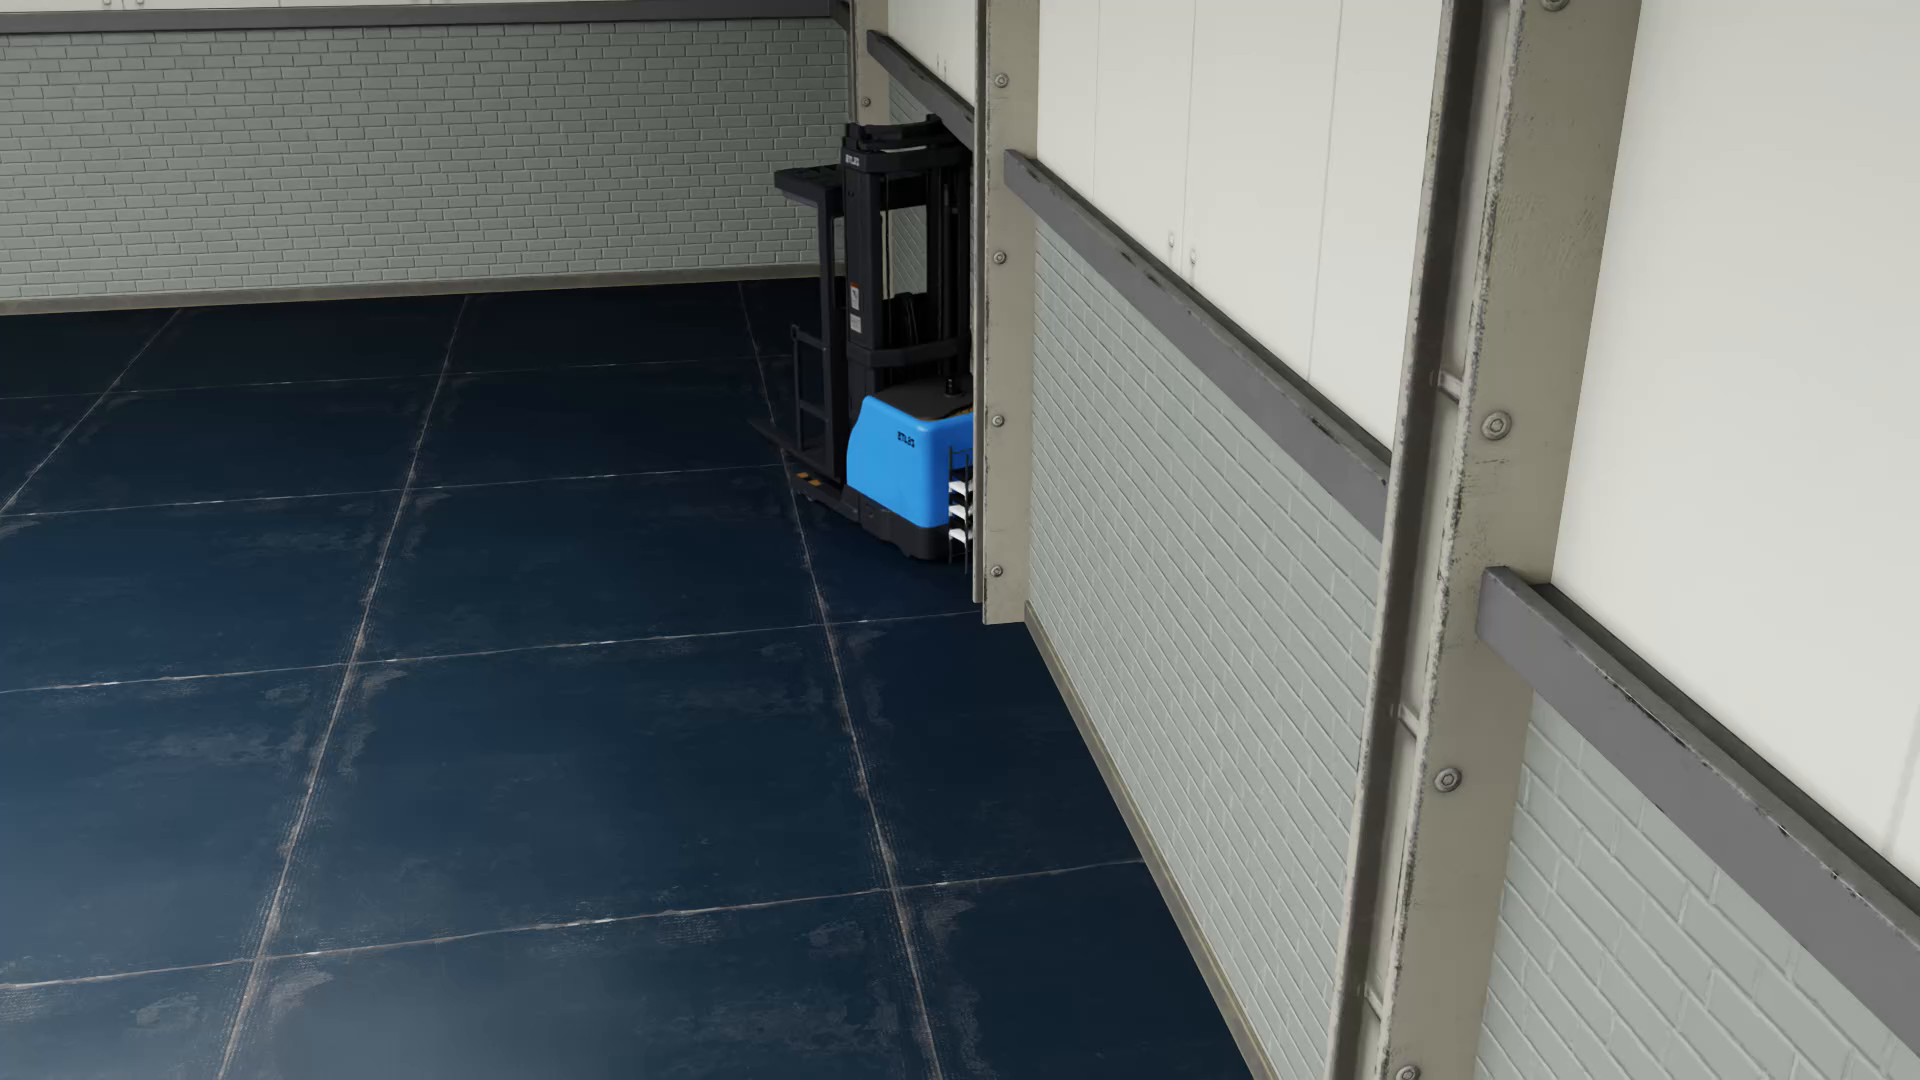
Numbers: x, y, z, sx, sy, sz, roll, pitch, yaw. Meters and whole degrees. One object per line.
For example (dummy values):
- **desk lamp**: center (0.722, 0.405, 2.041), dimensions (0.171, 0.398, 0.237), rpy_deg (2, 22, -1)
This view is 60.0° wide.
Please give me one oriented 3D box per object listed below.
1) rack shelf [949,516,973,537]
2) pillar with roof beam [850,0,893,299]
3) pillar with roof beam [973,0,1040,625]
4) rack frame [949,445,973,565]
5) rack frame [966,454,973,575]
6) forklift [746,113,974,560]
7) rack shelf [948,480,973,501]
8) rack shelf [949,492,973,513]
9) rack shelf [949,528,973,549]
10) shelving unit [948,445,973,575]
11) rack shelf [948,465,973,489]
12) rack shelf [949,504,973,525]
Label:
- **rack shelf**: center (0.082, -0.117, 11.701), dimensions (0.258, 0.077, 0.200), rpy_deg (-15, 28, -31)
- **pillar with roof beam**: center (-5.066, -5.696, 14.049), dimensions (9.100, 9.000, 0.400), rpy_deg (-4, 24, -10)
- **pillar with roof beam**: center (-3.956, -3.336, 8.645), dimensions (9.100, 9.000, 0.400), rpy_deg (-4, 24, -10)
- **rack frame**: center (0.025, -0.263, 11.728), dimensions (0.240, 0.900, 0.006), rpy_deg (-15, 28, -31)
- **rack frame**: center (0.140, -0.196, 11.575), dimensions (0.240, 0.900, 0.006), rpy_deg (-15, 28, -31)
- **forklift**: center (-0.678, -1.739, 12.571), dimensions (1.130, 2.935, 3.031), rpy_deg (-15, 28, -31)
- **rack shelf**: center (0.082, -0.364, 11.593), dimensions (0.258, 0.077, 0.200), rpy_deg (-15, 28, -31)
- **rack shelf**: center (0.082, -0.282, 11.629), dimensions (0.258, 0.077, 0.200), rpy_deg (-15, 28, -31)
- **rack shelf**: center (0.082, -0.034, 11.737), dimensions (0.258, 0.077, 0.200), rpy_deg (-15, 28, -31)
- **shelving unit**: center (0.082, -0.230, 11.651), dimensions (0.258, 0.900, 0.210), rpy_deg (-15, 28, -31)
- **rack shelf**: center (0.082, -0.447, 11.557), dimensions (0.258, 0.077, 0.200), rpy_deg (-15, 28, -31)
- **rack shelf**: center (0.082, -0.199, 11.665), dimensions (0.258, 0.077, 0.200), rpy_deg (-15, 28, -31)
